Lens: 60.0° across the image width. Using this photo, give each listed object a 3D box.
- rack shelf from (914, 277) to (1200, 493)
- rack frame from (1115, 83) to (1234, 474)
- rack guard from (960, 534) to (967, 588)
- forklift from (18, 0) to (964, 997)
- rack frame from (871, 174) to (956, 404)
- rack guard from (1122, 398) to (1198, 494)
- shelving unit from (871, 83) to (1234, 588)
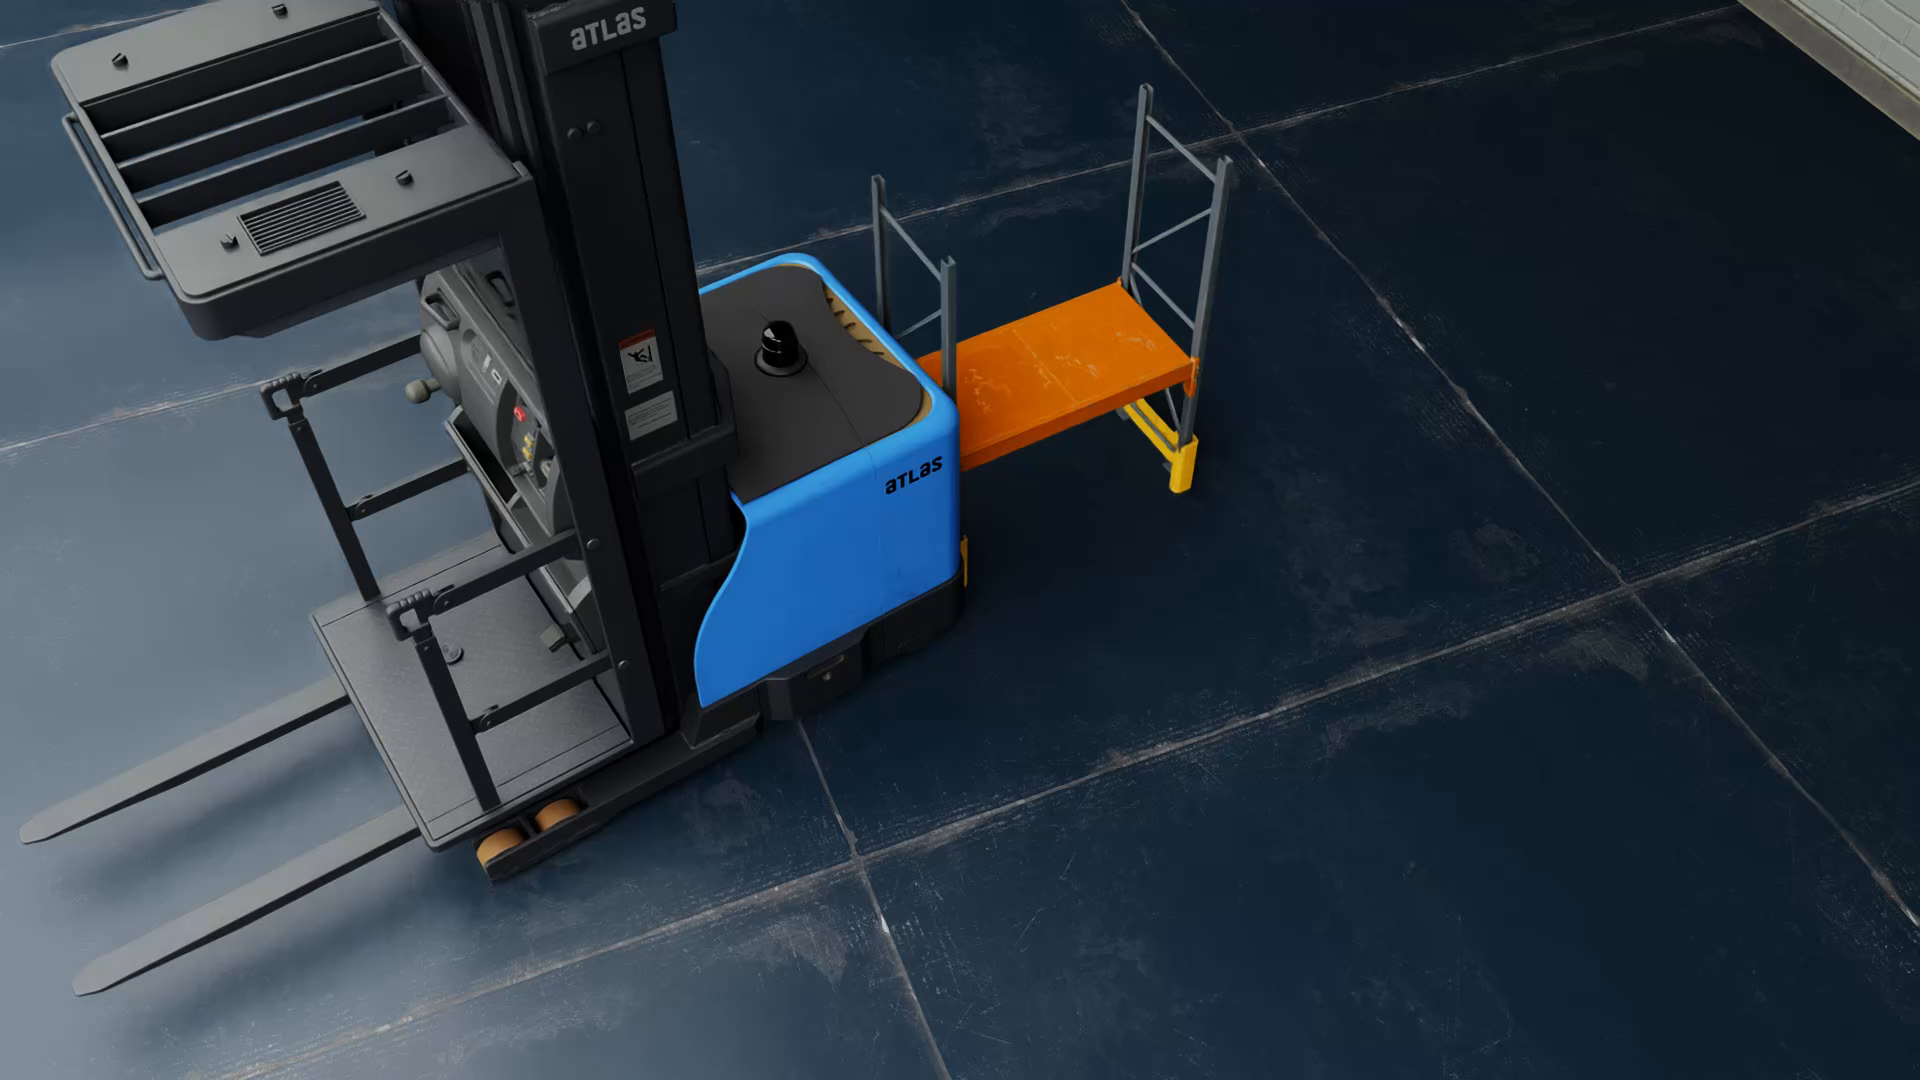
[{"bbox_3d":[0.296,-0.572,5.990,1.000,0.185,0.538,-23,53,-19],"label":"rack shelf"},{"bbox_3d":[0.739,-0.879,6.016,0.032,1.500,0.500,-23,53,-19],"label":"rack frame"},{"bbox_3d":[-0.145,-0.093,6.165,0.087,0.250,0.587,-23,53,-19],"label":"rack guard"},{"bbox_3d":[-1.493,-0.338,4.608,3.031,2.935,1.130,-27,55,-21],"label":"forklift"},{"bbox_3d":[-0.147,-0.500,5.691,0.032,1.500,0.500,-23,53,-19],"label":"rack frame"},{"bbox_3d":[0.722,-0.464,6.484,0.087,0.250,0.587,-23,53,-19],"label":"rack guard"},{"bbox_3d":[0.288,-0.686,5.851,1.083,1.500,0.587,-23,53,-19],"label":"shelving unit"}]
